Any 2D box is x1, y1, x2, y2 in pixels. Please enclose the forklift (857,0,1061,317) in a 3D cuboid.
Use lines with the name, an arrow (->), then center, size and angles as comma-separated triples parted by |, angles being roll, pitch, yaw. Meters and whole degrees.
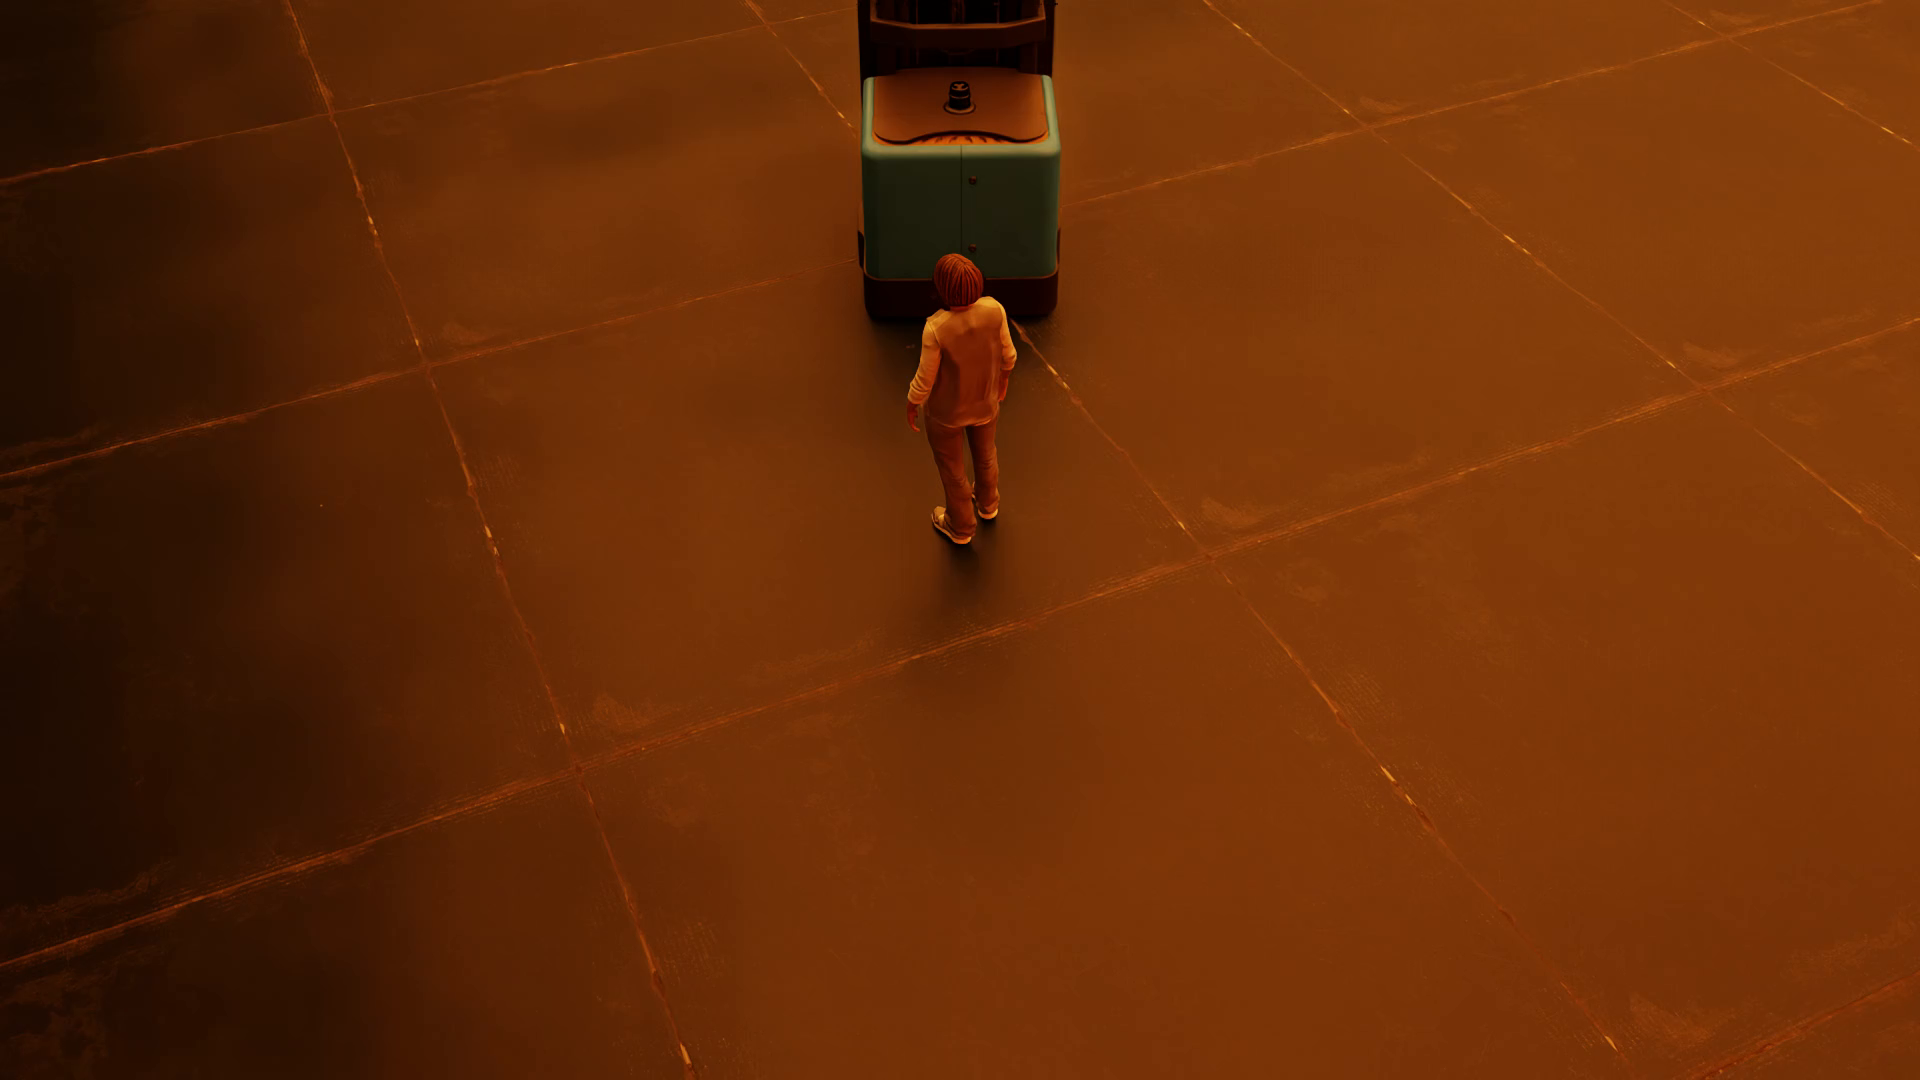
forklift -> -0.028, -3.266, 9.180 | 1.130, 2.935, 3.031 | -1, 43, -1

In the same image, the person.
person -> -0.018, -0.634, 7.336 | 0.520, 1.582, 0.475 | -18, 46, -18
